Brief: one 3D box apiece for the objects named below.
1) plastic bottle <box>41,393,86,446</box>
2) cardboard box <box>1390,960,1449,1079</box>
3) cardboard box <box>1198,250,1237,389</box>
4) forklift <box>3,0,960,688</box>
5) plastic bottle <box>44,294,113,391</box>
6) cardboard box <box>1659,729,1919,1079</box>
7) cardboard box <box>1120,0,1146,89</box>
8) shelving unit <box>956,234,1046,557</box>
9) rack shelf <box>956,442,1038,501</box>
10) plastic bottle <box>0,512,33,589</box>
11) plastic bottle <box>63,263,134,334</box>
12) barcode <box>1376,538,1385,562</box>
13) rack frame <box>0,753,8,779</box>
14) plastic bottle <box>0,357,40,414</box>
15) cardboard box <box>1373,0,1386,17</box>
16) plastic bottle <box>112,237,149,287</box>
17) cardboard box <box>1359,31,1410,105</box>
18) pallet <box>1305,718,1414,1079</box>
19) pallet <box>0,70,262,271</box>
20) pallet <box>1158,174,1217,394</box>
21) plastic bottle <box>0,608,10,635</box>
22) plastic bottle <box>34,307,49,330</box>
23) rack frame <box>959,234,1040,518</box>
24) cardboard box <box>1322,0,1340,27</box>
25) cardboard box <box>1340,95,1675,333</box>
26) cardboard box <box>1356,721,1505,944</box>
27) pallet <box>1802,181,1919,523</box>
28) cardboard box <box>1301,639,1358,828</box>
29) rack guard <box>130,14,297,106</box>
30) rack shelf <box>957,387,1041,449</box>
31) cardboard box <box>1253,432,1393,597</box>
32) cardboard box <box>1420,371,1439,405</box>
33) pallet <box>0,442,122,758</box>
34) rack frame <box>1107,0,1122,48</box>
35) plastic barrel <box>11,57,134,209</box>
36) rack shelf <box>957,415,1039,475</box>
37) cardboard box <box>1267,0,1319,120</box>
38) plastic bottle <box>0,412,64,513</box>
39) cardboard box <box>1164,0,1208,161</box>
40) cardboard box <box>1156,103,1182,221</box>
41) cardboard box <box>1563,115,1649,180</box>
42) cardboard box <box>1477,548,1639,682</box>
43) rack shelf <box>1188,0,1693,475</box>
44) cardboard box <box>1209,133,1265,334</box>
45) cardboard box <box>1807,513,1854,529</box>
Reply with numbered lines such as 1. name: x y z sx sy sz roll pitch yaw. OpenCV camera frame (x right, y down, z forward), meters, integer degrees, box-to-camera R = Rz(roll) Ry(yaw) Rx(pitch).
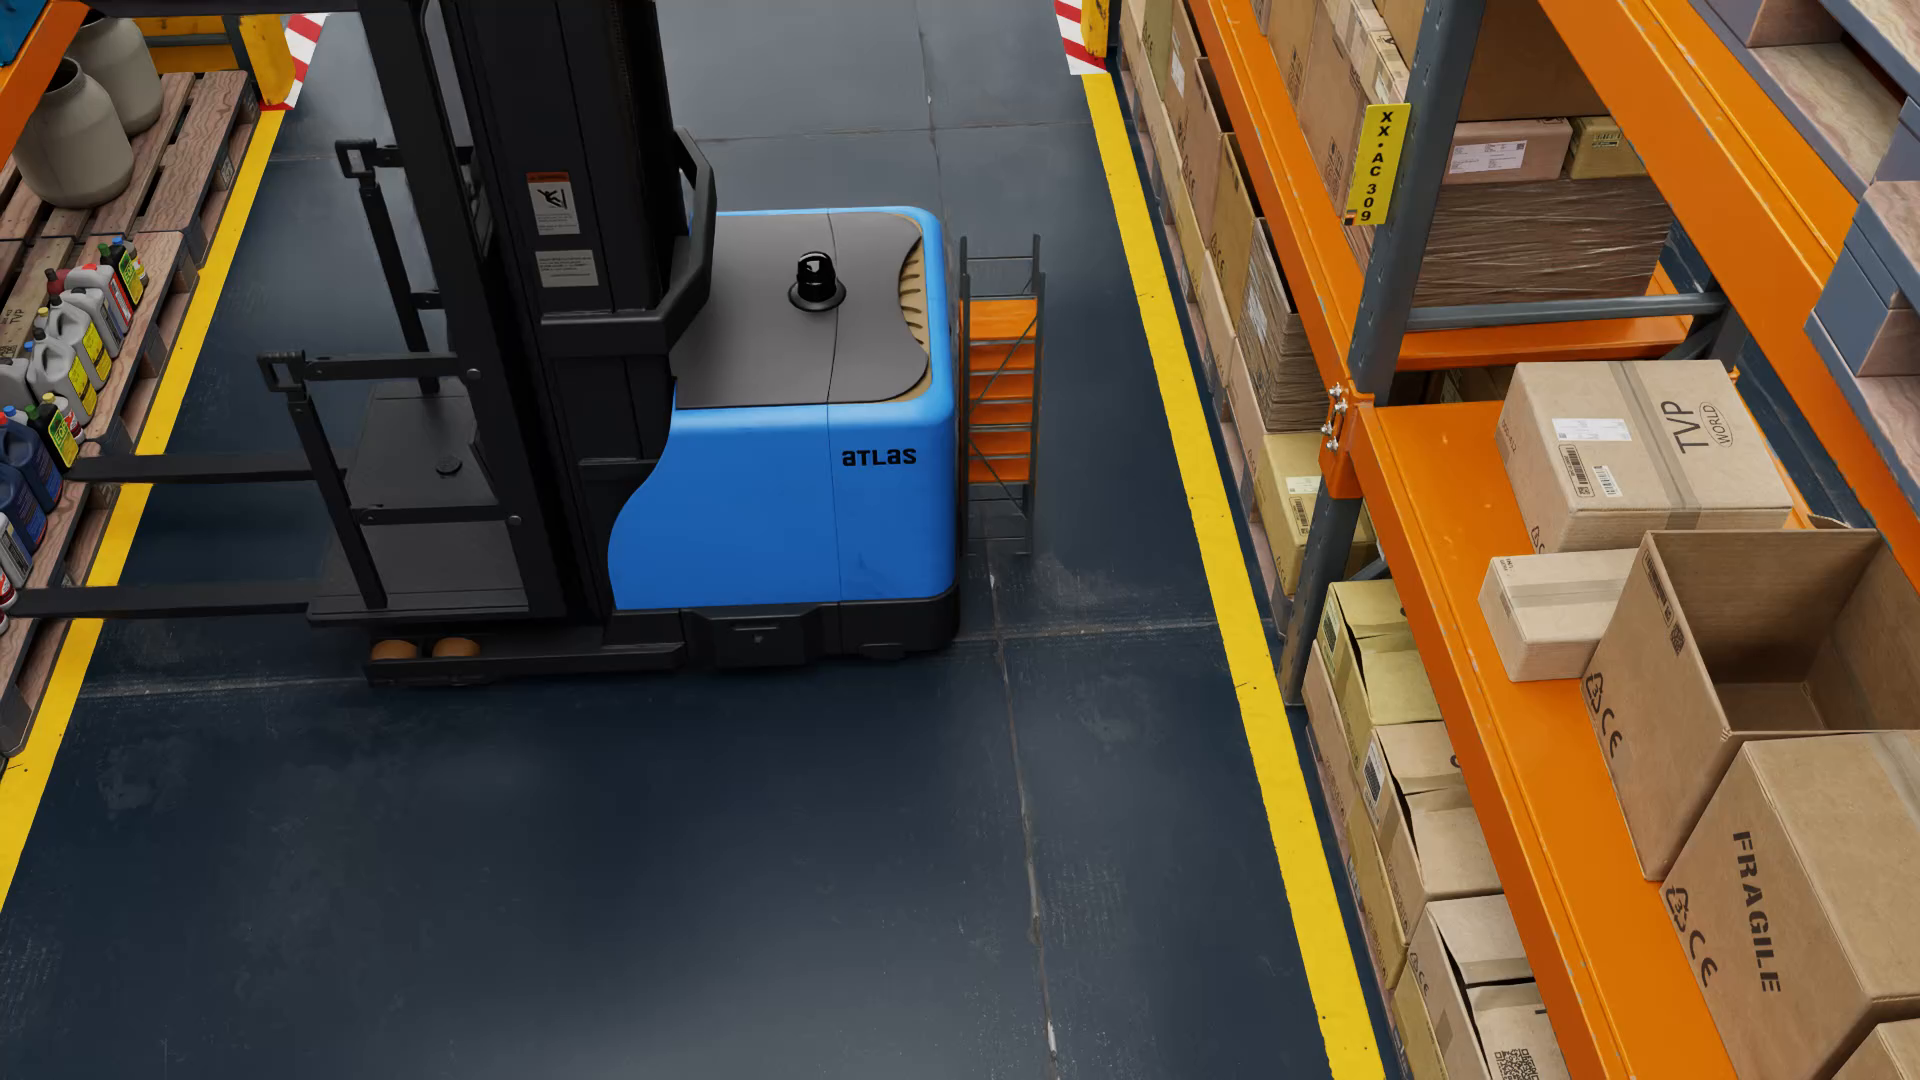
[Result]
1. plastic bottle: -3.089 -0.419 5.705 0.097 0.201 0.097 0 47 0
2. cardboard box: 1.392 1.277 4.080 0.500 0.250 0.500 -5 47 -5
3. cardboard box: 1.172 -0.820 6.065 0.500 0.250 0.500 -3 47 -3
4. forklift: -1.536 -0.931 4.614 3.031 2.935 1.130 -2 47 -2
5. plastic bottle: -3.140 -0.706 5.874 0.144 0.351 0.185 -2 47 -2
6. cardboard box: 1.651 0.690 2.962 0.500 0.500 0.500 -3 47 -3
7. cardboard box: 1.006 -2.267 7.436 0.500 0.250 0.500 -3 47 -3
8. shelving unit: 0.123 -0.429 5.329 0.258 1.200 0.189 -2 47 -2
9. rack shelf: 0.122 -0.233 5.535 0.258 0.103 0.180 -2 47 -2
10. plastic bottle: -3.063 0.018 5.240 0.152 0.276 0.135 -2 47 -2
11. plastic bottle: -3.169 -0.900 6.109 0.152 0.276 0.135 -3 47 -3
12. barcode: 1.124 0.012 4.430 0.001 0.075 0.075 -3 47 -3
13. rack frame: -3.419 -0.278 3.947 1.000 3.000 0.127 -3 47 -3
14. plastic bottle: -3.270 -0.518 5.748 0.152 0.276 0.135 -3 47 -3
15. cardboard box: 1.430 -1.743 4.372 0.700 0.500 0.500 -4 47 -3
16. plastic bottle: -3.163 -1.058 6.311 0.097 0.201 0.097 0 47 0
17. cardboard box: 1.262 -1.196 4.301 0.380 0.149 0.250 -4 47 -4
18. pallet: 1.618 0.914 4.739 1.003 0.211 1.213 -3 47 -3
19. pallet: -3.638 -1.572 7.094 1.003 0.211 1.213 -3 47 -3
20. pallet: 1.387 -1.080 6.627 1.003 0.211 1.213 -3 47 -3
21. plastic bottle: -3.017 0.203 5.116 0.097 0.201 0.097 0 47 0
22. plastic bottle: -3.280 -0.753 6.022 0.097 0.201 0.097 0 47 0
23. rack frame: 0.118 -0.495 5.392 0.240 1.200 0.006 -2 47 -2
24. cardboard box: 1.215 -1.575 4.660 0.380 0.149 0.250 -4 47 -3
25. cardboard box: 1.474 -0.931 4.497 0.700 0.500 0.500 -5 47 -4
26. cardboard box: 1.340 0.709 4.231 0.500 0.311 0.500 -4 47 -4
27. pallet: 1.610 0.057 1.694 1.003 0.211 1.213 -2 47 -1
28. cardboard box: 1.304 0.532 4.785 0.500 0.250 0.500 -5 47 -4
29. rack guard: -3.700 -2.260 7.546 1.175 0.500 0.348 -3 47 -3
30. rack shelf: 0.123 -0.398 5.361 0.258 0.103 0.180 -2 47 -2
31. cardboard box: 1.261 -0.097 5.380 0.500 0.250 0.500 -3 47 -3
32. cardboard box: 1.741 -0.748 5.481 0.500 0.500 0.500 -3 47 -3
33. pallet: -3.434 0.193 5.422 1.003 0.211 1.213 -3 47 -3
34. rack frame: 1.183 -3.470 6.970 1.000 3.000 0.127 -3 47 -3
35. plastic barrel: -3.581 -1.626 6.649 0.421 0.512 0.421 0 47 0
36. rack shelf: 0.122 -0.315 5.448 0.258 0.103 0.180 -2 47 -2
37. cardboard box: 1.385 -1.675 5.202 0.700 0.500 0.500 -3 47 -3
38. plastic bottle: -3.089 -0.264 5.455 0.144 0.351 0.185 -5 47 -5
39. cardboard box: 1.104 -1.803 6.479 0.500 0.500 0.500 -3 47 -3
40. cardboard box: 1.093 -1.544 6.751 0.500 0.250 0.500 -3 47 -3
41. cardboard box: 1.688 -1.040 4.153 0.380 0.149 0.250 -4 47 -3
42. cardboard box: 1.388 0.164 3.702 0.380 0.149 0.250 -3 47 -3
43. rack shelf: 1.350 -1.776 5.861 1.077 0.370 4.000 -3 47 -3
44. cardboard box: 1.185 -1.079 5.794 0.500 0.500 0.500 -3 47 -3
45. cardboard box: 1.774 0.095 3.686 0.396 0.266 0.258 -5 47 -4
